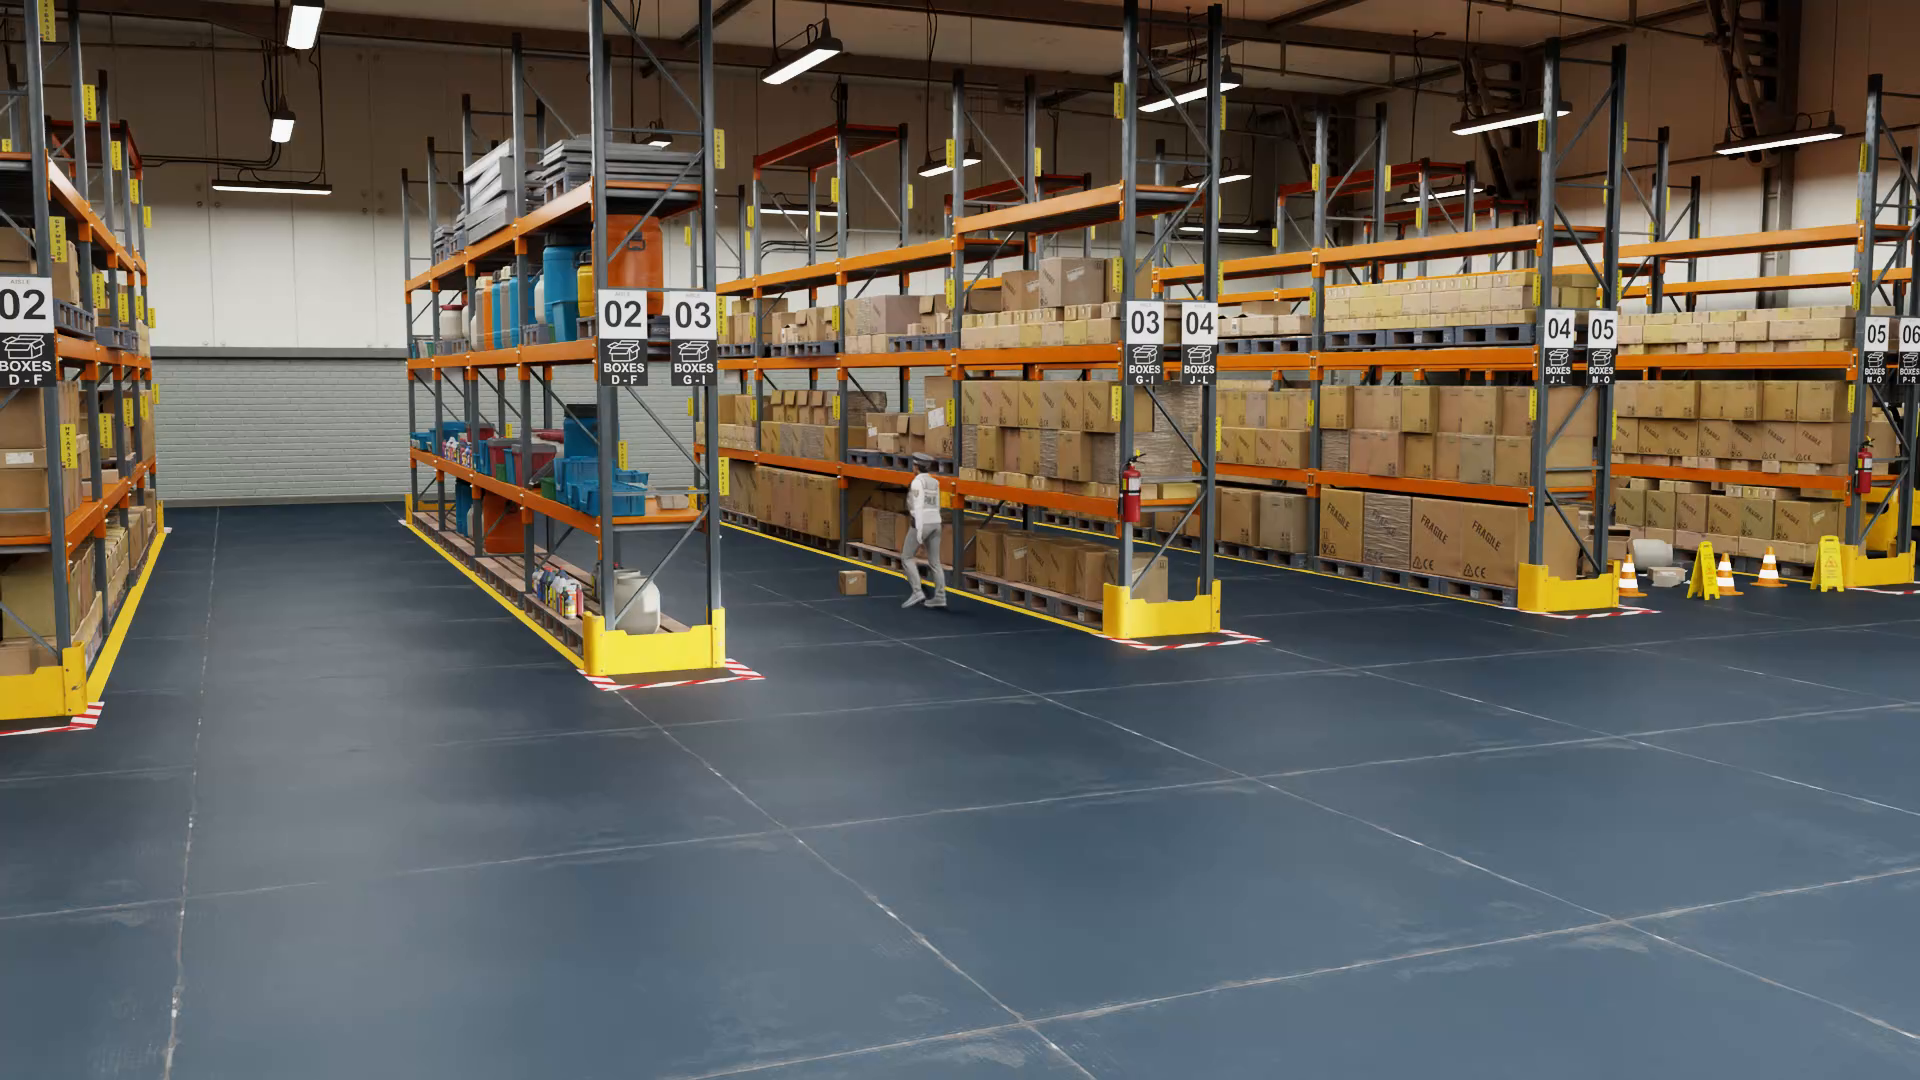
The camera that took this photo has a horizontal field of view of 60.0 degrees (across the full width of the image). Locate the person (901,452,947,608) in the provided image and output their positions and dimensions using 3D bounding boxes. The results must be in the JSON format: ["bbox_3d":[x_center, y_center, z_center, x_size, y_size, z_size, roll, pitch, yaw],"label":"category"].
[{"bbox_3d":[-0.350,-0.102,17.939,0.511,1.687,0.510,5,7,39],"label":"person"}]
